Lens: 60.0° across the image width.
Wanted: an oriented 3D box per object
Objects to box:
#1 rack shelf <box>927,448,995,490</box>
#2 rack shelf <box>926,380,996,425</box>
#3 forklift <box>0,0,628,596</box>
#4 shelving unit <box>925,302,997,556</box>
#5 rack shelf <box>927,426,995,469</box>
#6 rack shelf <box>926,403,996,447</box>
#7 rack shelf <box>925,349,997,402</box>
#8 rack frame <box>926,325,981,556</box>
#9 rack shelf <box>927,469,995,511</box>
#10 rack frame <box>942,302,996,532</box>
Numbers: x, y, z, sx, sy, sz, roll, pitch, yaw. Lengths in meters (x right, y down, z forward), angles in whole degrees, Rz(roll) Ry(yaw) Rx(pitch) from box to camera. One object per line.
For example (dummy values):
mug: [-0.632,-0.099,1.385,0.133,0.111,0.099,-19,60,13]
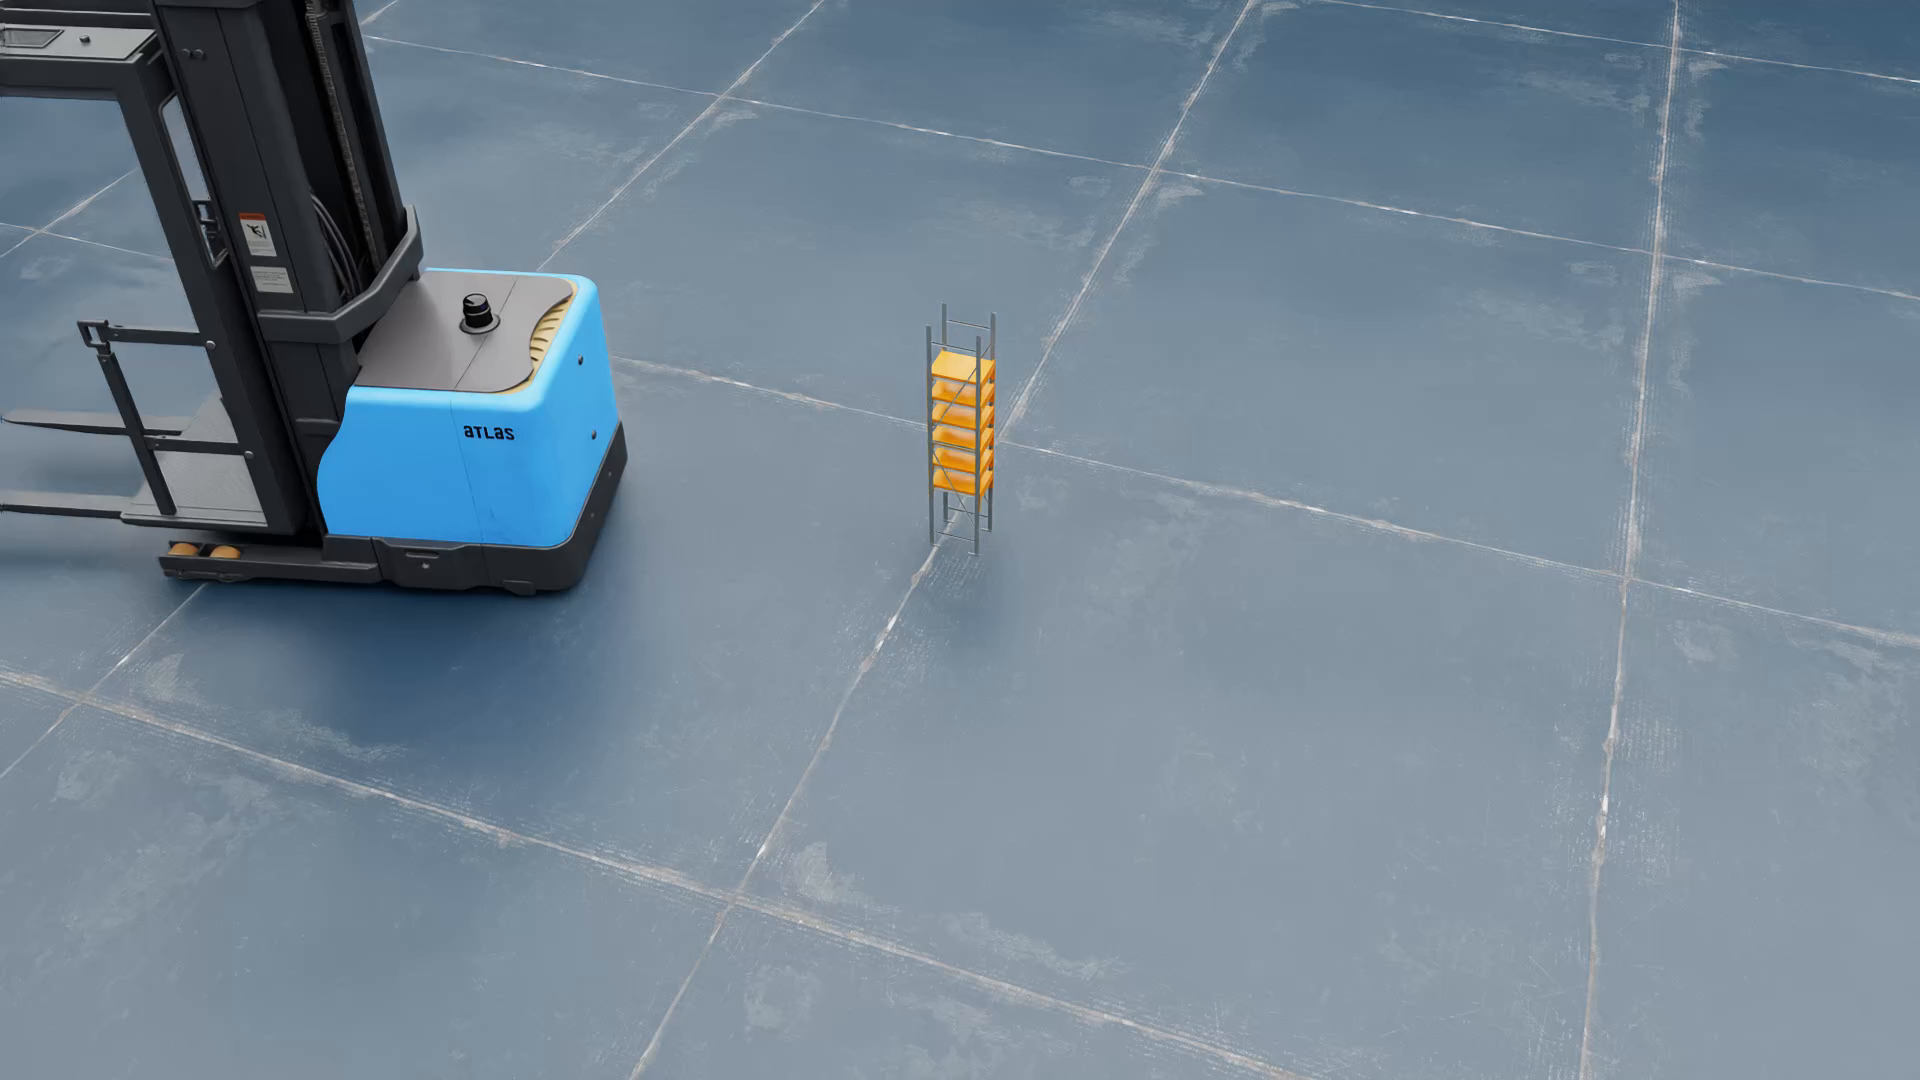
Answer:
rack shelf: [0.005,-0.340,7.431,0.258,0.103,0.180,13,42,15]
rack shelf: [0.005,-0.614,7.198,0.258,0.103,0.180,13,42,15]
forklift: [-3.156,-1.262,6.925,3.031,2.935,1.130,3,41,4]
shelving unit: [0.005,-0.465,7.325,0.258,1.200,0.189,13,42,15]
rack shelf: [0.005,-0.431,7.353,0.258,0.103,0.180,13,42,15]
rack shelf: [0.005,-0.523,7.275,0.258,0.103,0.180,13,42,15]
rack shelf: [0.005,-0.705,7.120,0.258,0.103,0.180,13,42,15]
rack frame: [-0.026,-0.409,7.259,0.240,1.200,0.006,13,42,15]
rack shelf: [0.005,-0.249,7.509,0.258,0.103,0.180,13,42,15]
rack frame: [0.036,-0.521,7.390,0.240,1.200,0.006,13,42,15]
